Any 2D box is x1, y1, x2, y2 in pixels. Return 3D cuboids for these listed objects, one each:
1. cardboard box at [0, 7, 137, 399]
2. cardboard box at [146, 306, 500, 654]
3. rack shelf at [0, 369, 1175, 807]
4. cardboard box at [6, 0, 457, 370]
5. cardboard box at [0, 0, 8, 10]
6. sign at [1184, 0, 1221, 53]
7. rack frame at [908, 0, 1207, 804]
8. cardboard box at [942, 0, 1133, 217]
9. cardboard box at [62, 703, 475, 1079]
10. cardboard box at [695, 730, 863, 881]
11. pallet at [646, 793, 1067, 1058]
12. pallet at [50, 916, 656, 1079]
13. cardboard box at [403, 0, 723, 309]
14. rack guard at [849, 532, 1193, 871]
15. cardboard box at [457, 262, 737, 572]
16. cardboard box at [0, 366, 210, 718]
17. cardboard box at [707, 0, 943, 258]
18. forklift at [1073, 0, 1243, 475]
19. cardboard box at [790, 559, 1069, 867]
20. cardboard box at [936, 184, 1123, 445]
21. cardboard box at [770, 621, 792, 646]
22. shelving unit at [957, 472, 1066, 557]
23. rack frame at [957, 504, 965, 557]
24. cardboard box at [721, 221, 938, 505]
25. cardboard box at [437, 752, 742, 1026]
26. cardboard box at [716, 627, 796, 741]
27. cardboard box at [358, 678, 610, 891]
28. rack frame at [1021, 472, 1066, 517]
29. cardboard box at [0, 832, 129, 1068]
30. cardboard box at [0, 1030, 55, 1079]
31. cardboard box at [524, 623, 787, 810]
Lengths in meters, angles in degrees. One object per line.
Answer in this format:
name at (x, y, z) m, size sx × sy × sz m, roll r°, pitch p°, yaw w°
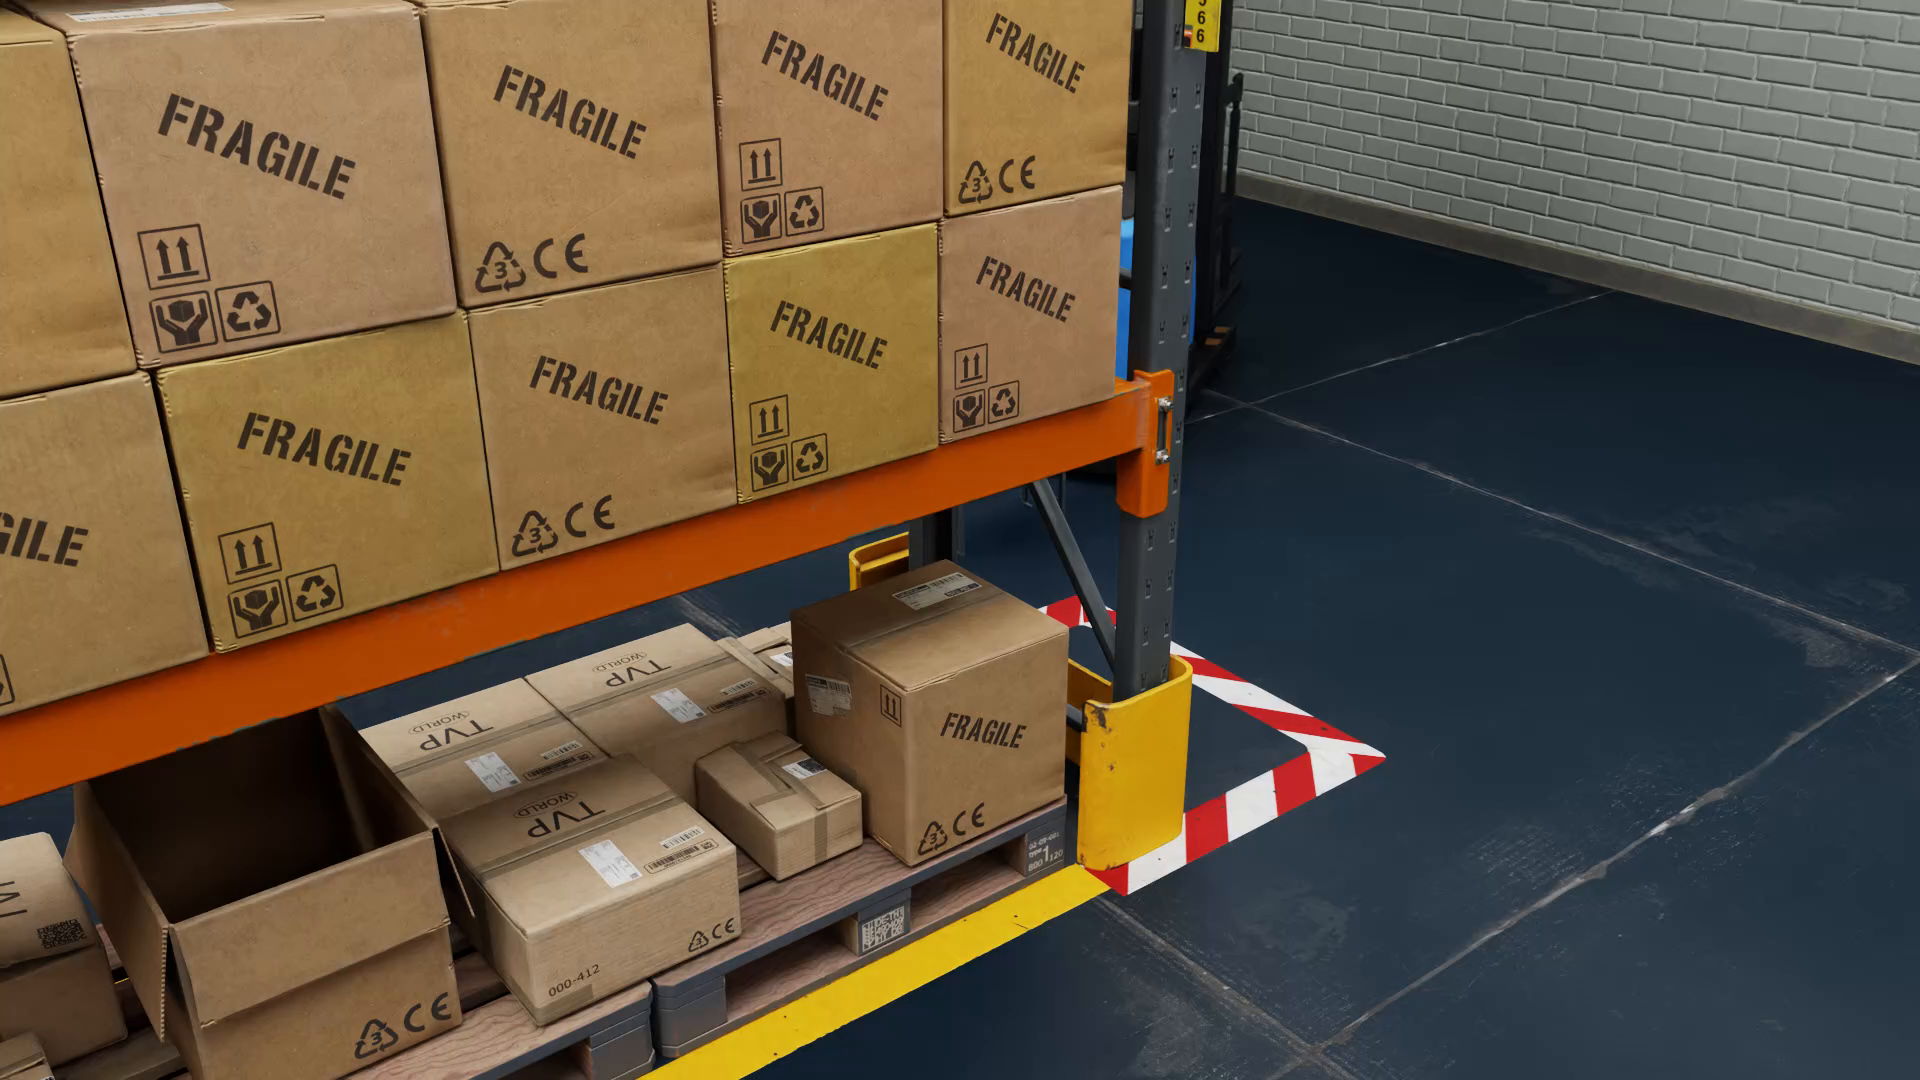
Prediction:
cardboard box at (-1.595, -0.493, 2.444) m, size 0.500 × 0.500 × 0.500 m, roll -19°, pitch 31°, yaw -35°
cardboard box at (-1.185, -0.181, 2.958) m, size 0.500 × 0.500 × 0.500 m, roll -19°, pitch 31°, yaw -35°
rack shelf at (-1.376, 0.109, 3.307) m, size 4.000 × 0.370 × 1.077 m, roll -18°, pitch 31°, yaw -34°
cardboard box at (-1.189, -0.628, 2.733) m, size 0.500 × 0.500 × 0.500 m, roll -17°, pitch 30°, yaw -32°
cardboard box at (-1.517, -0.809, 3.123) m, size 0.500 × 0.500 × 0.500 m, roll -19°, pitch 31°, yaw -34°
sign at (0.525, -1.216, 3.557) m, size 0.005 × 0.325 × 0.100 m, roll -18°, pitch 31°, yaw -34°
rack frame at (0.198, -0.737, 4.275) m, size 0.127 × 3.000 × 1.000 m, roll -18°, pitch 31°, yaw -34°
cardboard box at (0.017, -1.029, 3.598) m, size 0.500 × 0.500 × 0.500 m, roll -19°, pitch 31°, yaw -34°
cardboard box at (-1.475, 0.745, 3.524) m, size 0.637 × 0.503 × 0.797 m, roll -18°, pitch 31°, yaw -34°
cardboard box at (-0.452, 0.647, 4.136) m, size 0.250 × 0.166 × 0.380 m, roll -18°, pitch 31°, yaw -34°
pallet at (-0.489, 0.755, 4.372) m, size 1.213 × 0.211 × 1.003 m, roll -18°, pitch 31°, yaw -34°
pallet at (-1.448, 1.070, 3.693) m, size 1.213 × 0.211 × 1.003 m, roll -18°, pitch 31°, yaw -34°
cardboard box at (-0.785, -0.761, 3.021) m, size 0.500 × 0.500 × 0.500 m, roll -17°, pitch 30°, yaw -33°
rack guard at (0.138, 0.417, 4.758) m, size 0.348 × 0.500 × 1.175 m, roll -18°, pitch 31°, yaw -34°
cardboard box at (-0.789, -0.312, 3.240) m, size 0.500 × 0.500 × 0.500 m, roll -18°, pitch 30°, yaw -34°
cardboard box at (-1.585, -0.049, 2.673) m, size 0.500 × 0.500 × 0.500 m, roll -18°, pitch 31°, yaw -34°
cardboard box at (-0.380, -0.898, 3.314) m, size 0.500 × 0.500 × 0.500 m, roll -17°, pitch 30°, yaw -33°
forklift at (0.716, -2.185, 7.477) m, size 1.130 × 2.935 × 3.031 m, roll 9°, pitch 26°, yaw 18°
cardboard box at (-0.078, 0.420, 4.228) m, size 0.500 × 0.500 × 0.500 m, roll -18°, pitch 31°, yaw -34°
cardboard box at (0.013, -0.576, 3.809) m, size 0.500 × 0.500 × 0.500 m, roll -17°, pitch 30°, yaw -32°
cardboard box at (-0.344, 0.352, 4.793) m, size 0.250 × 0.149 × 0.380 m, roll -18°, pitch 31°, yaw -34°
shelving unit at (0.130, -0.587, 6.090) m, size 0.503 × 1.200 × 0.258 m, roll -18°, pitch 31°, yaw -34°
rack frame at (-0.062, -0.524, 5.954) m, size 0.015 × 1.200 × 0.240 m, roll -18°, pitch 31°, yaw -34°
cardboard box at (-0.393, -0.440, 3.516) m, size 0.500 × 0.500 × 0.500 m, roll -18°, pitch 30°, yaw -34°
cardboard box at (-0.844, 0.770, 3.770) m, size 0.500 × 0.250 × 0.500 m, roll -18°, pitch 31°, yaw -34°
cardboard box at (-0.540, 0.409, 4.649) m, size 0.250 × 0.166 × 0.380 m, roll -18°, pitch 31°, yaw -34°
cardboard box at (-1.192, 0.618, 4.099) m, size 0.500 × 0.250 × 0.500 m, roll -18°, pitch 31°, yaw -34°
rack frame at (0.322, -0.651, 6.227) m, size 0.015 × 1.200 × 0.240 m, roll -18°, pitch 31°, yaw -34°
cardboard box at (-2.086, 0.885, 3.450) m, size 0.500 × 0.311 × 0.500 m, roll -18°, pitch 31°, yaw -34°
cardboard box at (-1.811, 1.122, 3.111) m, size 0.250 × 0.166 × 0.380 m, roll -18°, pitch 31°, yaw -34°
cardboard box at (-0.799, 0.488, 4.379) m, size 0.500 × 0.250 × 0.500 m, roll -18°, pitch 31°, yaw -34°
